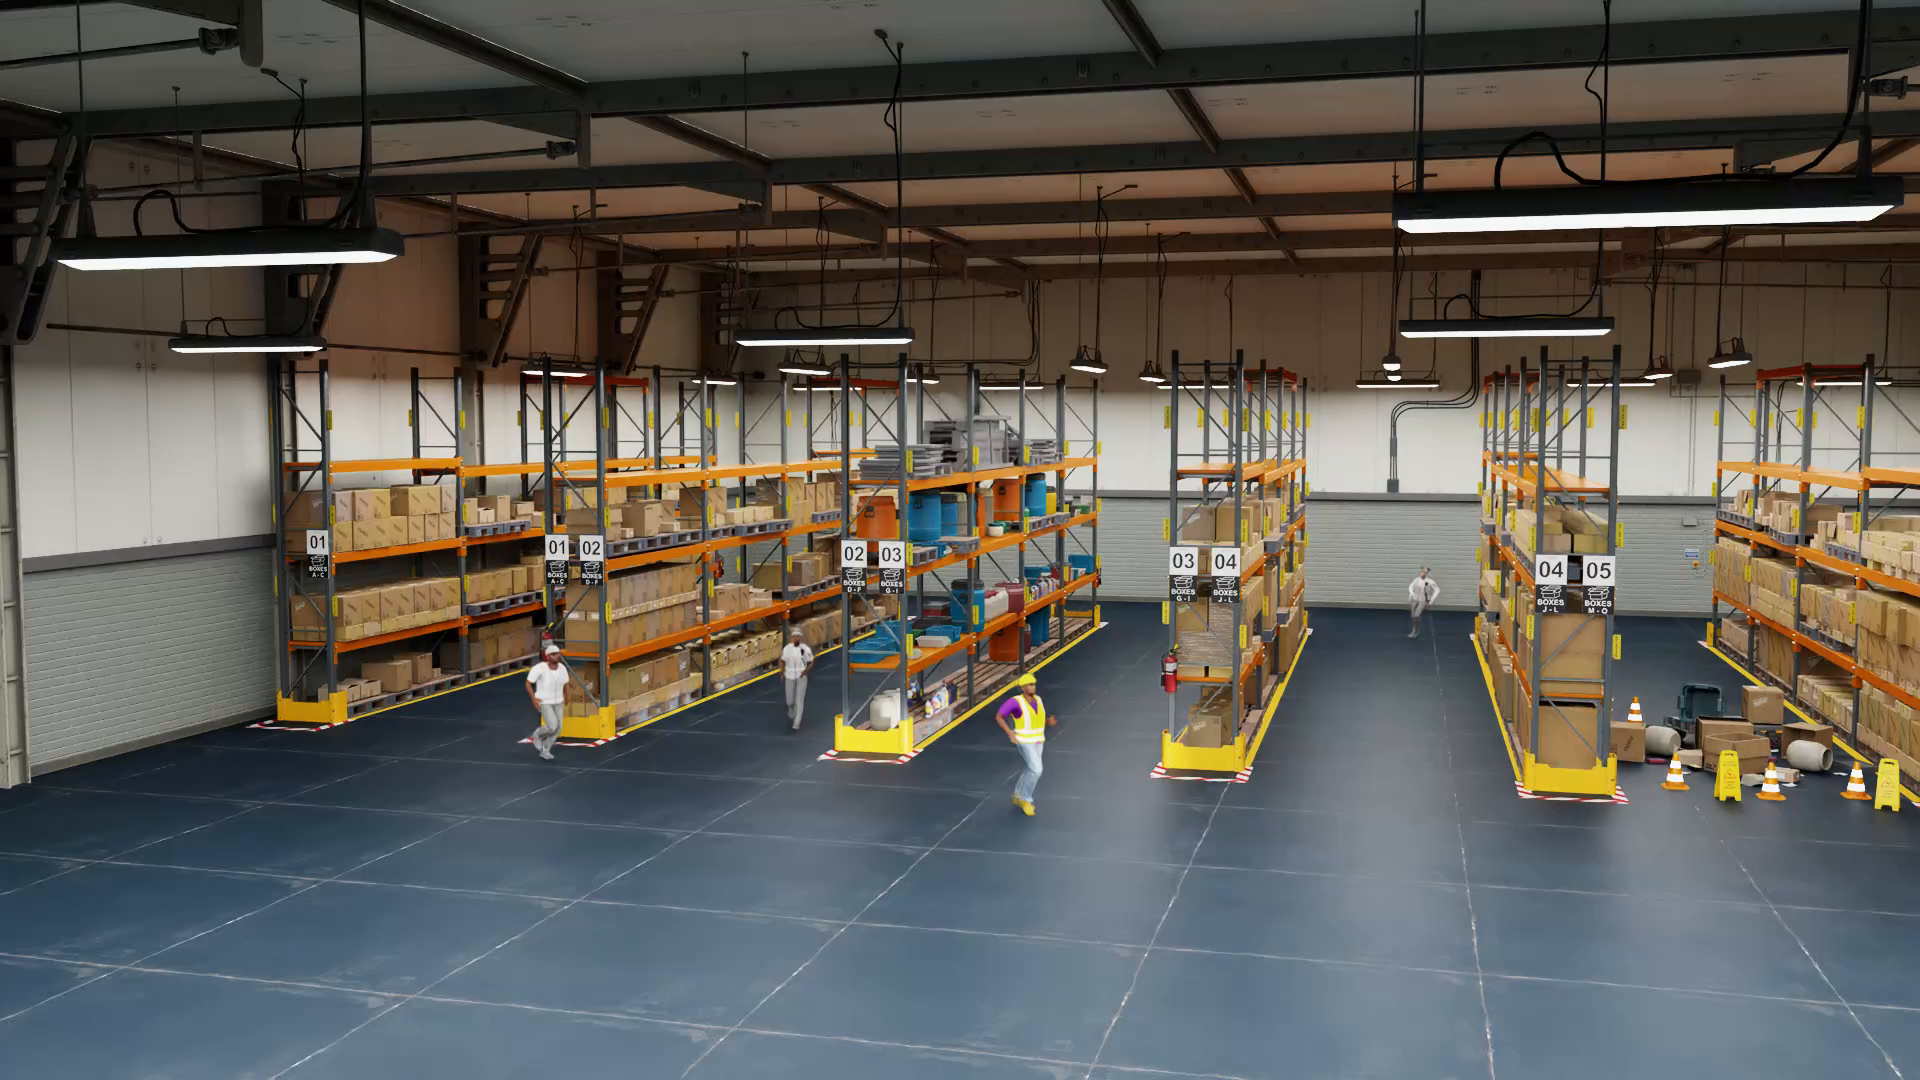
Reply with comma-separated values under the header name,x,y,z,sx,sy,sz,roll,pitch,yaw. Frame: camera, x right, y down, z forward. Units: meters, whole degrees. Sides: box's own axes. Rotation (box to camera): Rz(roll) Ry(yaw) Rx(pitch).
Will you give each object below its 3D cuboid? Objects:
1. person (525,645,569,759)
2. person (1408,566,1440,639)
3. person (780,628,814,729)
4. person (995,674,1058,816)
name,x,y,z,sx,sy,sz,roll,pitch,yaw
person,-6.038,2.390,24.559,0.529,1.692,0.661,3,5,39
person,10.607,1.430,38.194,0.687,1.670,0.610,4,6,42
person,-2.665,2.237,27.009,0.557,1.649,0.561,0,4,0
person,0.898,2.609,21.166,0.689,1.802,0.675,4,6,45
